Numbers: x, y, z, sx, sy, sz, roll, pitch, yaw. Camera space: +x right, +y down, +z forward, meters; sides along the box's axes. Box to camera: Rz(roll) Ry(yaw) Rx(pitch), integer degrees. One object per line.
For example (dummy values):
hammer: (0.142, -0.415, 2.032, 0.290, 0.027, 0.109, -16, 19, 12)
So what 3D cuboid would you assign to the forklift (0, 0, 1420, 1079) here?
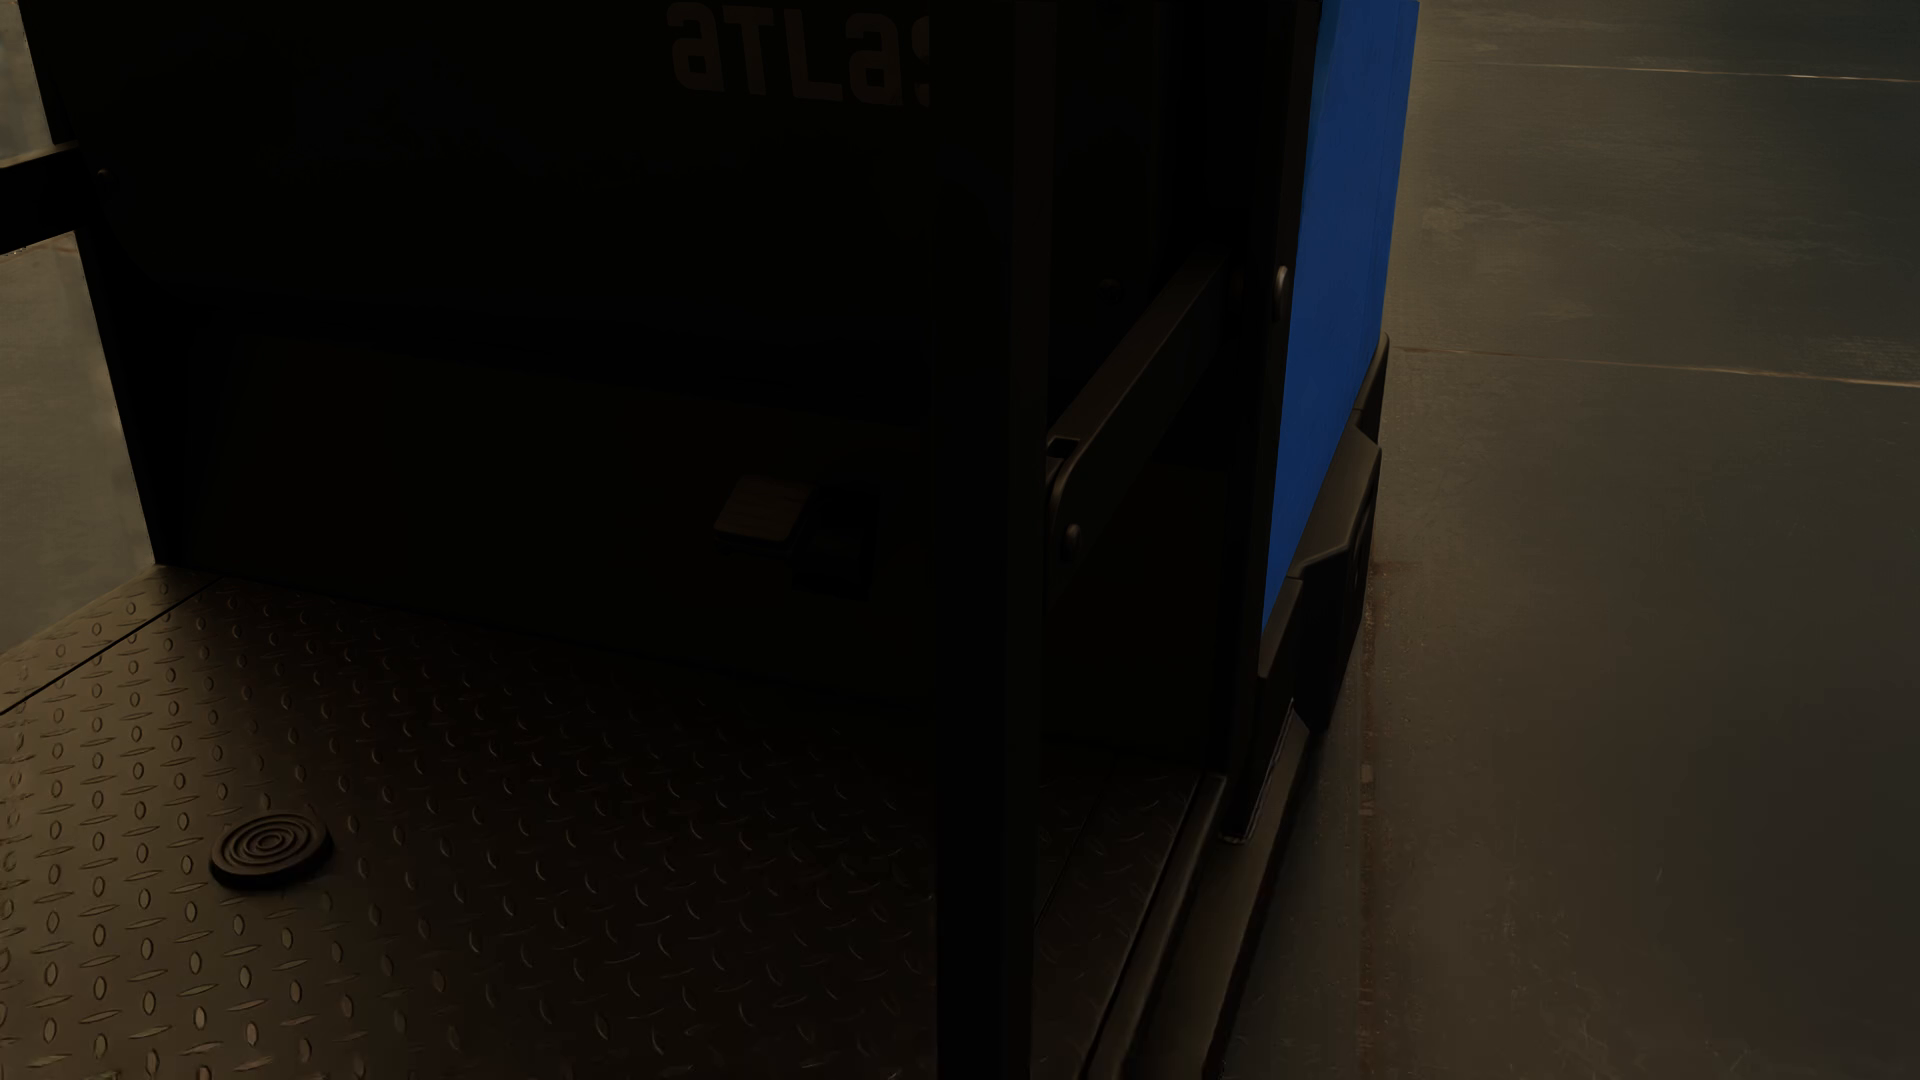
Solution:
forklift: (-0.362, -0.797, 0.825, 1.130, 2.935, 3.031, 9, 28, 18)
